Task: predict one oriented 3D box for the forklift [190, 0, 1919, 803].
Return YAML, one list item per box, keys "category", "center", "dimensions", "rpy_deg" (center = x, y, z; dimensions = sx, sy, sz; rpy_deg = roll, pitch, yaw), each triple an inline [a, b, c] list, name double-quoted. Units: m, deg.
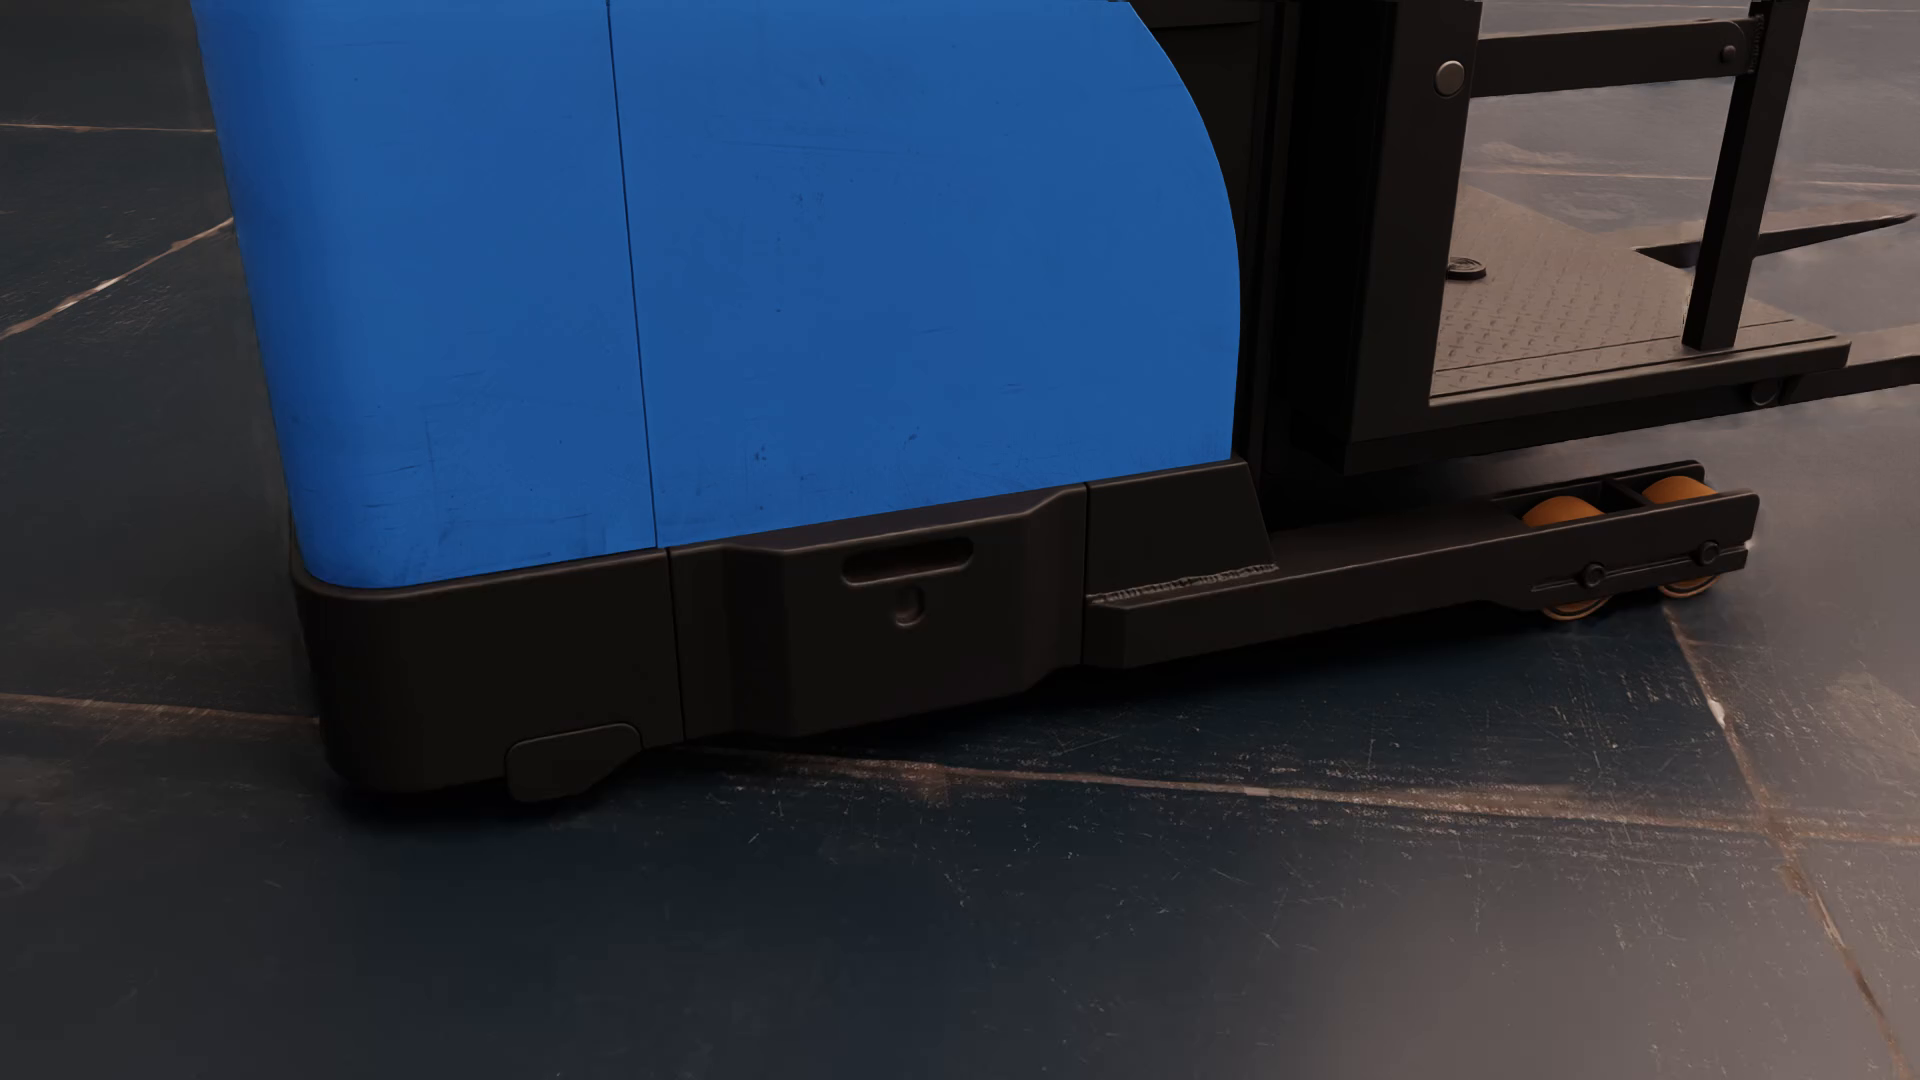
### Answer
- category: "forklift"
  center: [0.574, -1.413, 2.049]
  dimensions: [3.031, 2.935, 1.130]
  rpy_deg: [-9, 28, -18]
